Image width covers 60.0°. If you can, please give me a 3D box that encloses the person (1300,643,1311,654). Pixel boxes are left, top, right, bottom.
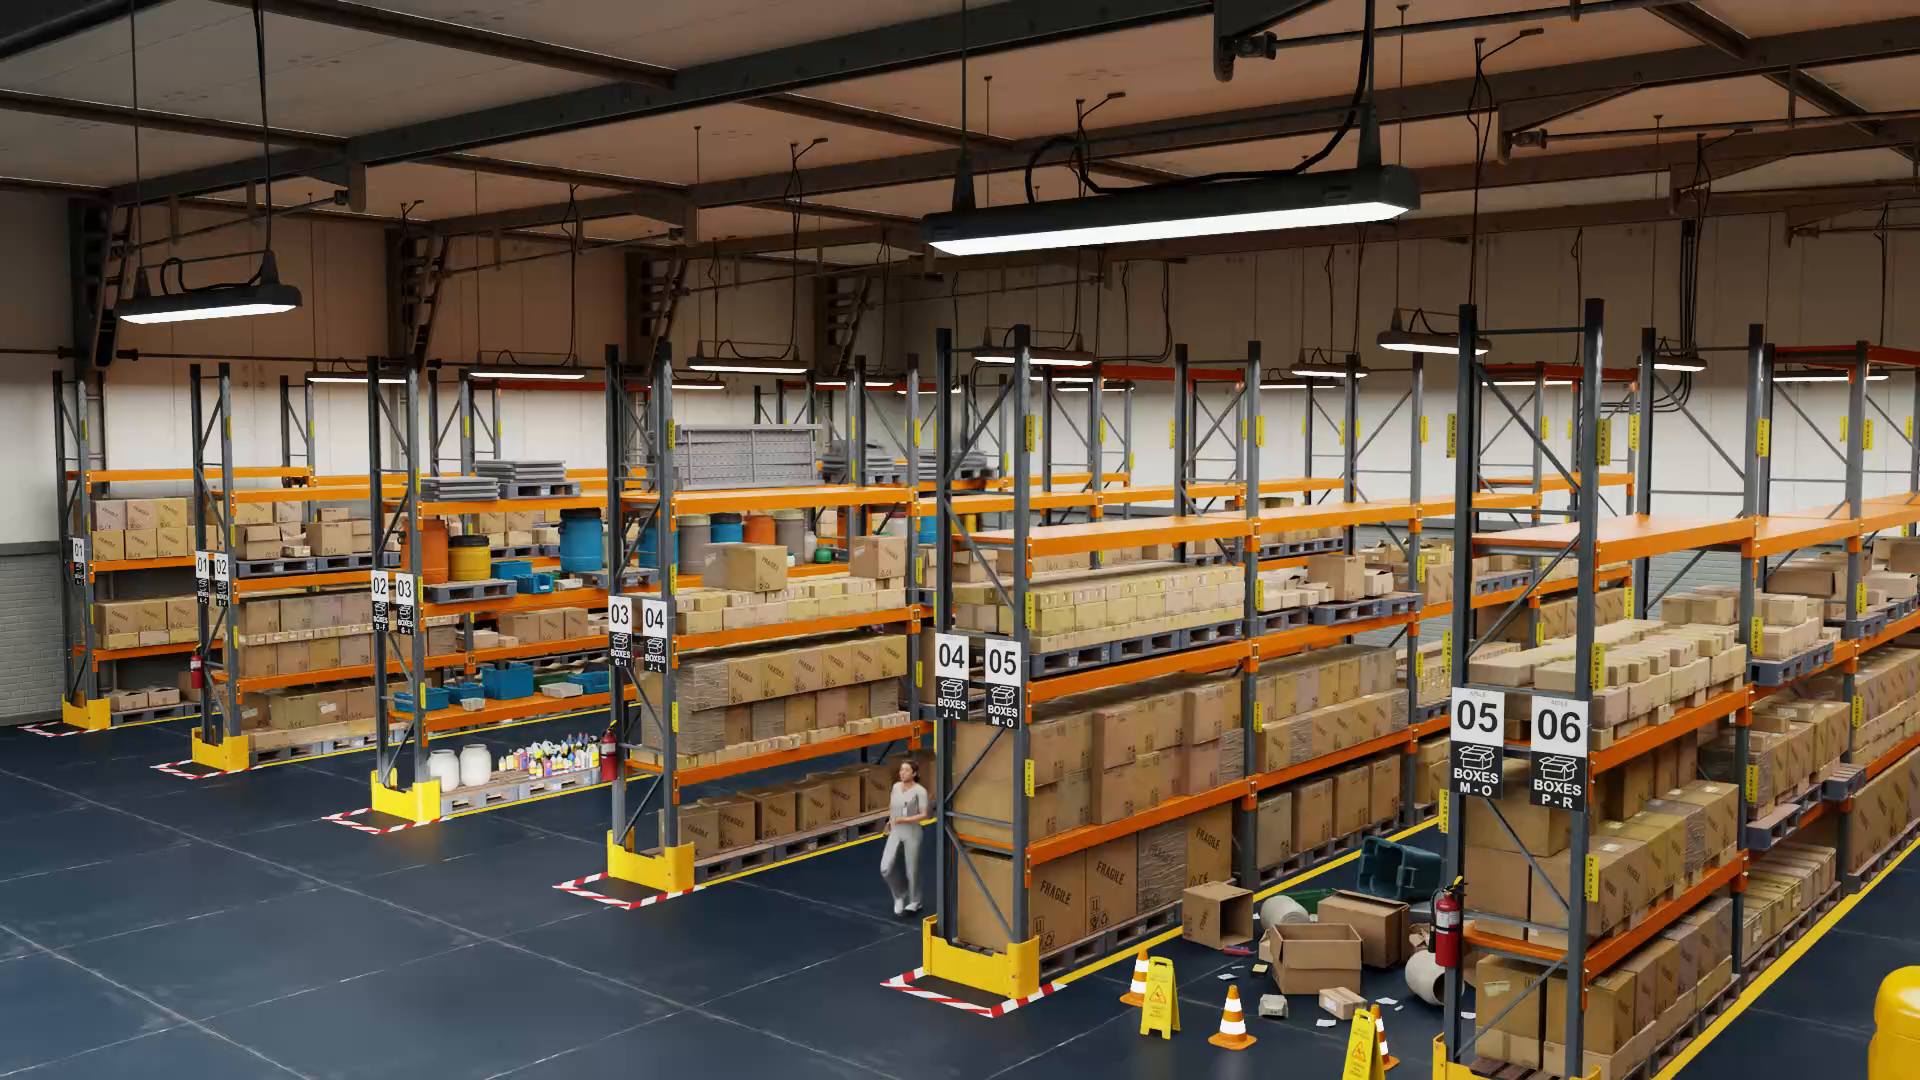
[{"bbox_3d":[5.443,2.428,26.281,0.575,1.631,0.941,3,5,36],"label":"person"}]

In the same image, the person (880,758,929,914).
[{"bbox_3d":[-0.580,3.082,17.244,0.545,1.638,0.641,2,5,26],"label":"person"}]

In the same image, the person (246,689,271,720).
[{"bbox_3d":[-11.468,2.383,27.089,0.585,1.719,0.708,3,5,36],"label":"person"}]
